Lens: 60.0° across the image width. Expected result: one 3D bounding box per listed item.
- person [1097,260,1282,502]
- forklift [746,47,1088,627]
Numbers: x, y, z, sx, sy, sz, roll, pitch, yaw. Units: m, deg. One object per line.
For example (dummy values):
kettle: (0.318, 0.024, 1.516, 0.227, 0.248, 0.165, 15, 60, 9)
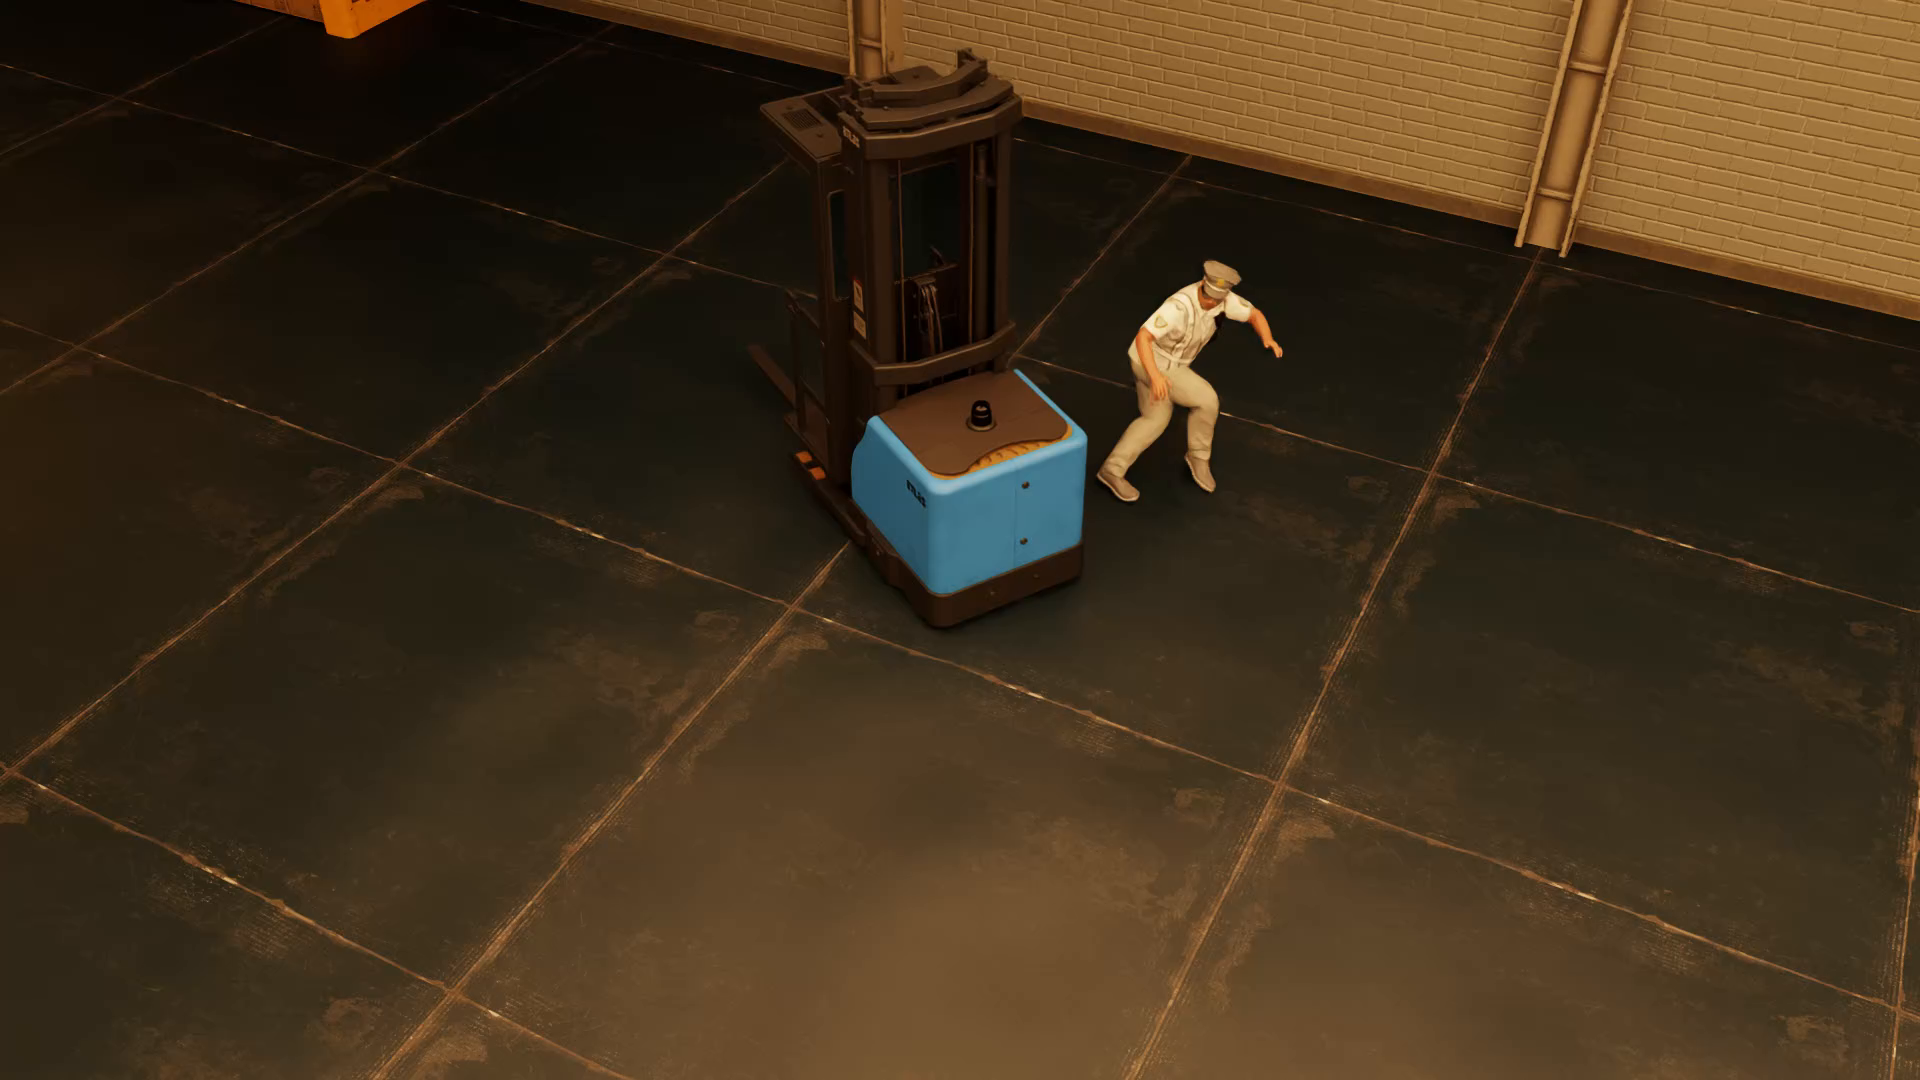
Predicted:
person: (1.434, -0.974, 10.237, 0.972, 1.511, 0.997, 18, 43, 20)
forklift: (-0.437, -1.555, 9.833, 1.130, 2.935, 3.031, -20, 44, -22)
